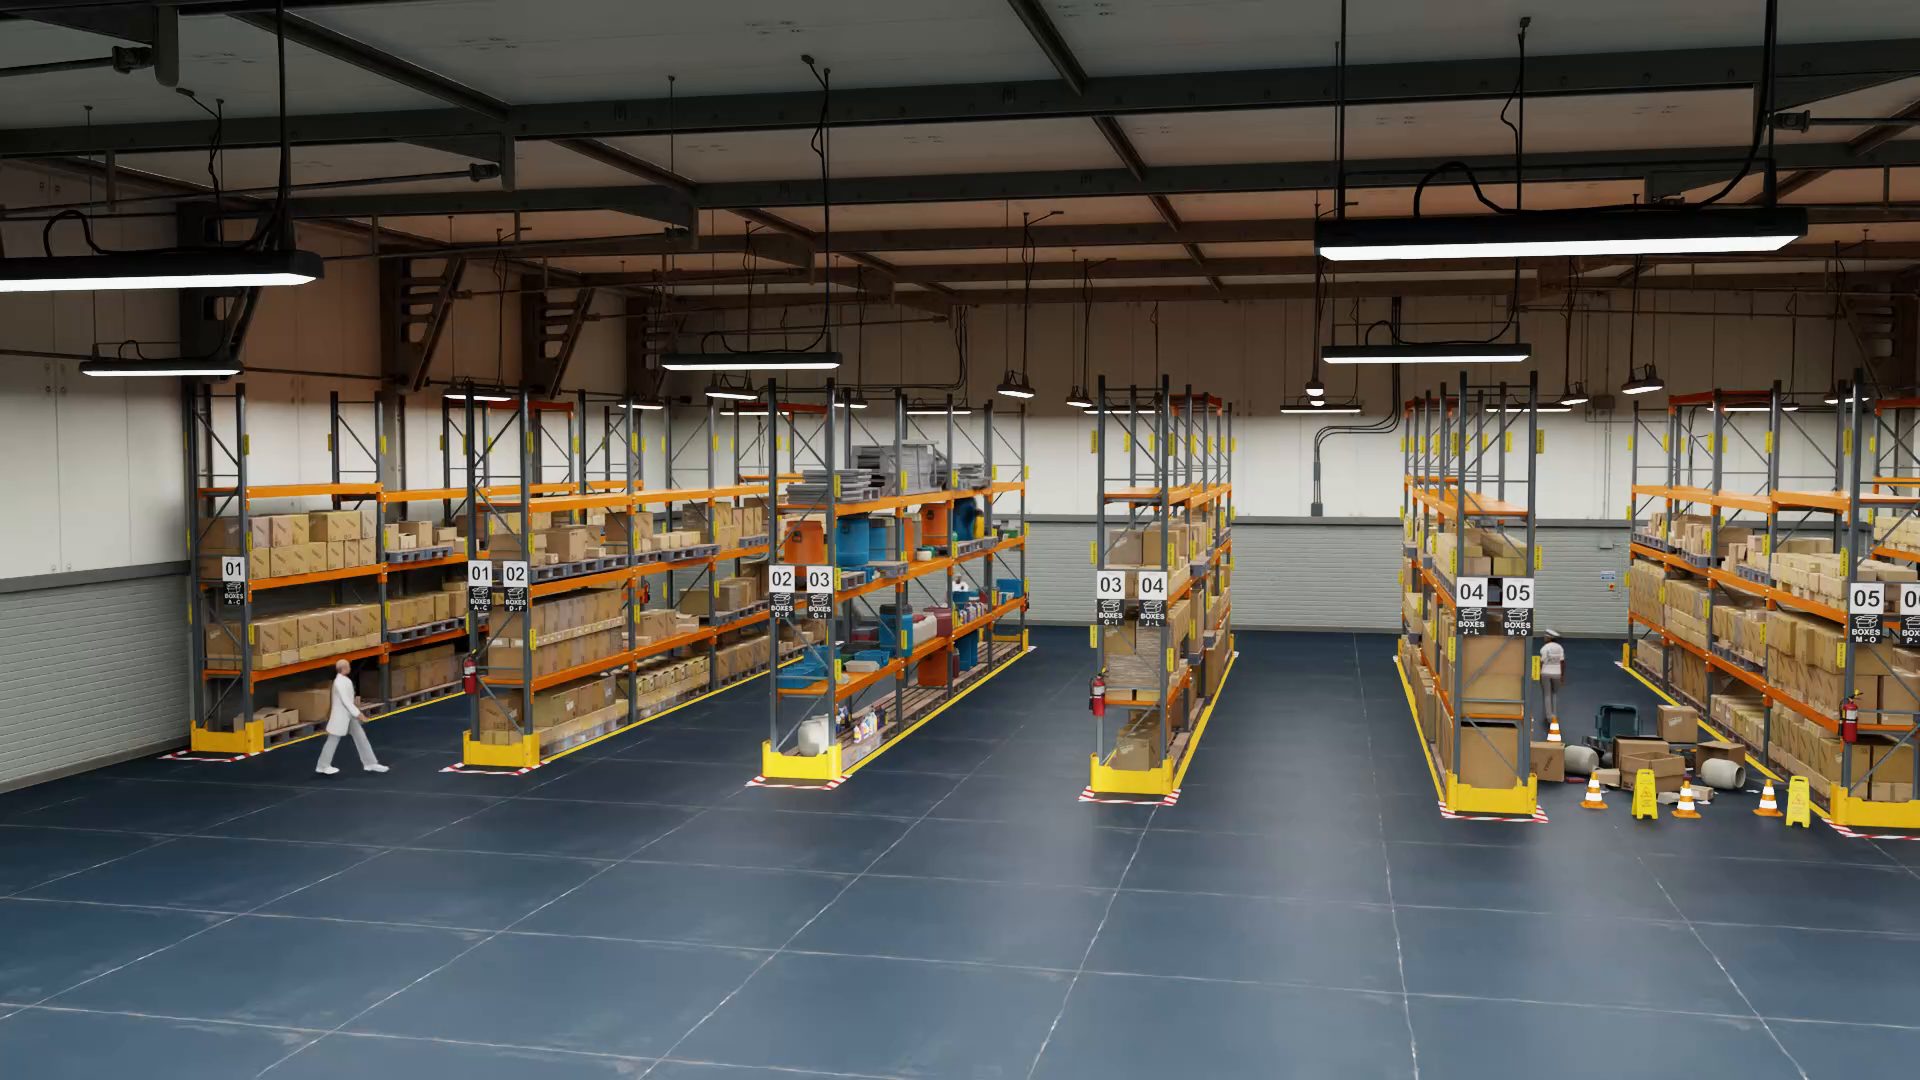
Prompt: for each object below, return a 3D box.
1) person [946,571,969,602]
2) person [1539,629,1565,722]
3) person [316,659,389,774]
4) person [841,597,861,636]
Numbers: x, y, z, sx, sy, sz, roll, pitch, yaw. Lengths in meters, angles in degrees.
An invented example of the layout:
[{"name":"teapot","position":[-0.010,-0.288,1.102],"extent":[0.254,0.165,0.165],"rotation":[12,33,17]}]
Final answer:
[{"name":"person","position":[-0.080,1.709,42.952],"extent":[0.638,1.812,0.884],"rotation":[1,3,10]},{"name":"person","position":[10.590,2.447,29.903],"extent":[0.538,1.709,0.732],"rotation":[1,3,10]},{"name":"person","position":[-9.212,2.663,25.068],"extent":[1.064,1.731,0.557],"rotation":[0,3,4]},{"name":"person","position":[-2.859,1.721,43.134],"extent":[0.500,1.662,0.519],"rotation":[1,4,23]}]
